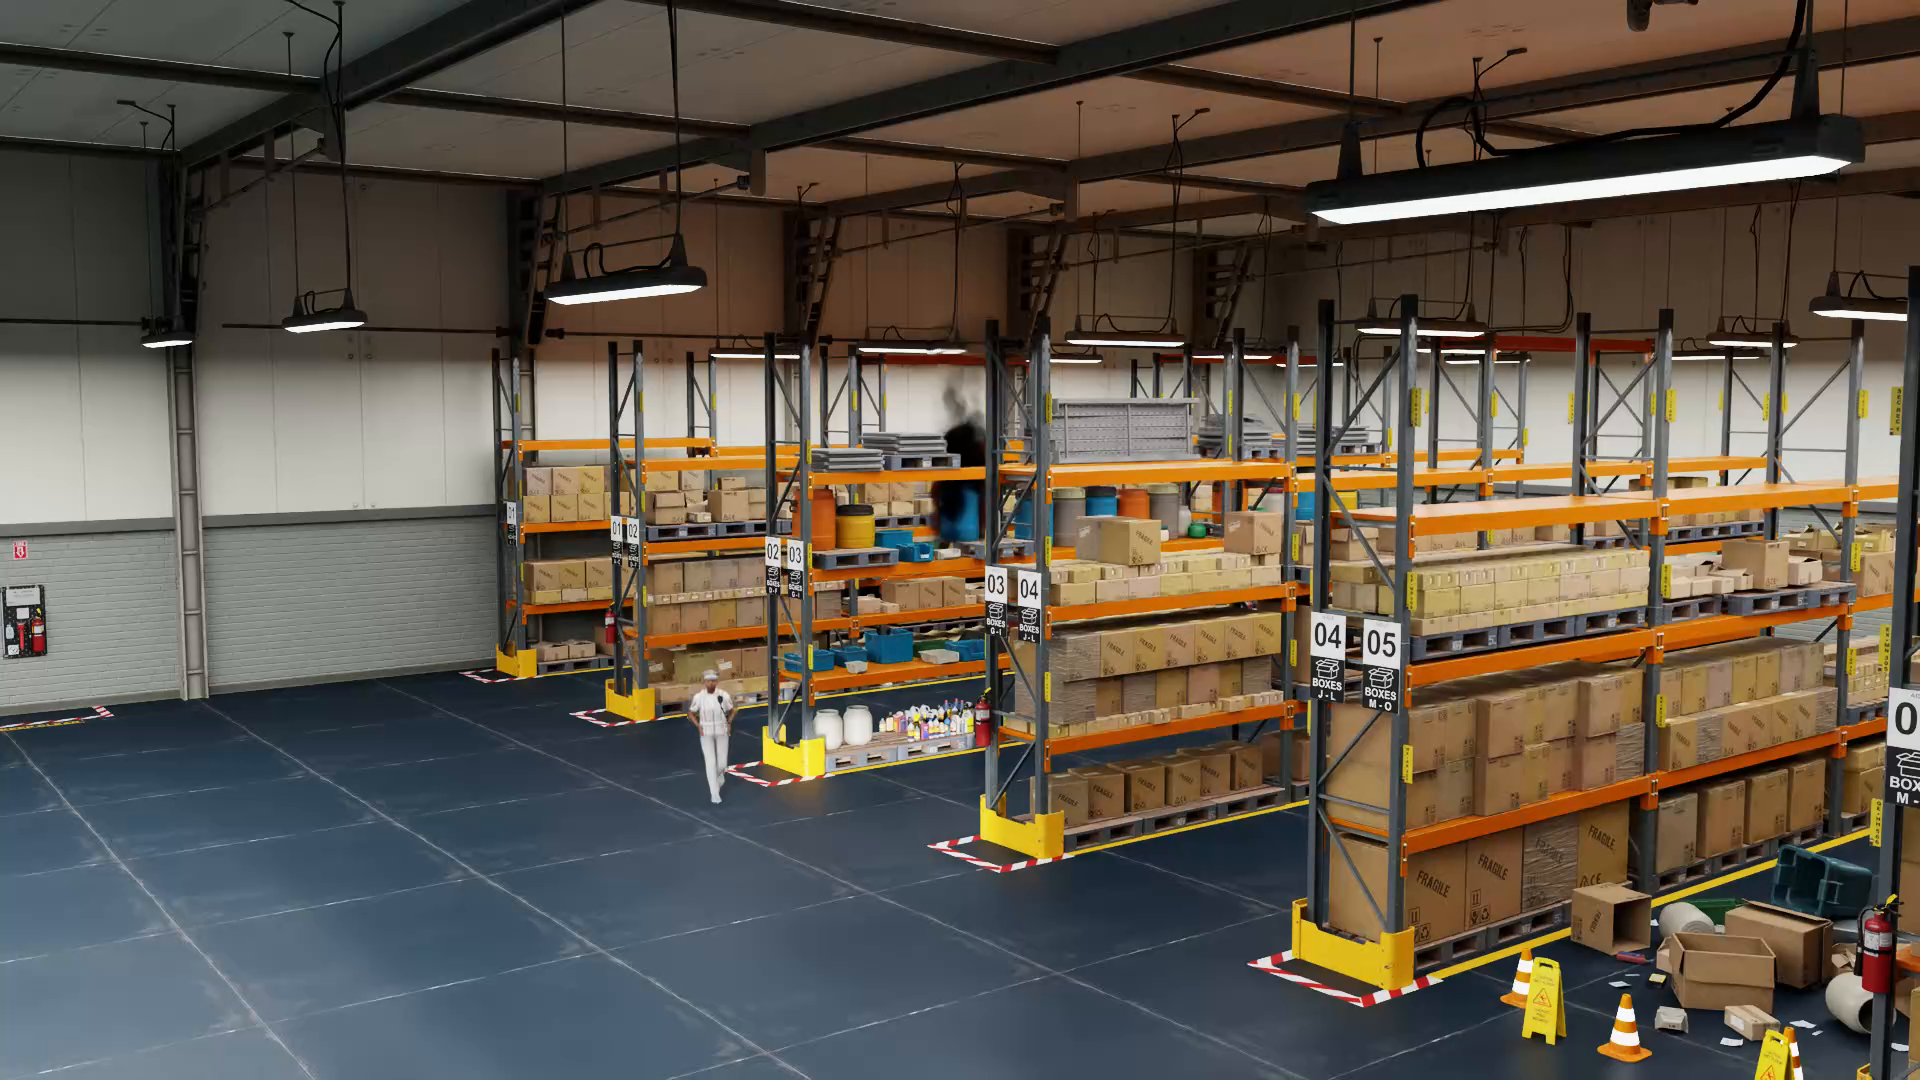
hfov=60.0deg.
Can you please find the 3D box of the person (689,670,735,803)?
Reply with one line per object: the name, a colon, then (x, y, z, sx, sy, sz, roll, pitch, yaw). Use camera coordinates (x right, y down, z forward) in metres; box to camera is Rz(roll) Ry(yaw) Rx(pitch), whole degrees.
person: (-3.163, 2.474, 21.253, 0.591, 1.670, 0.705, -1, 5, -12)
